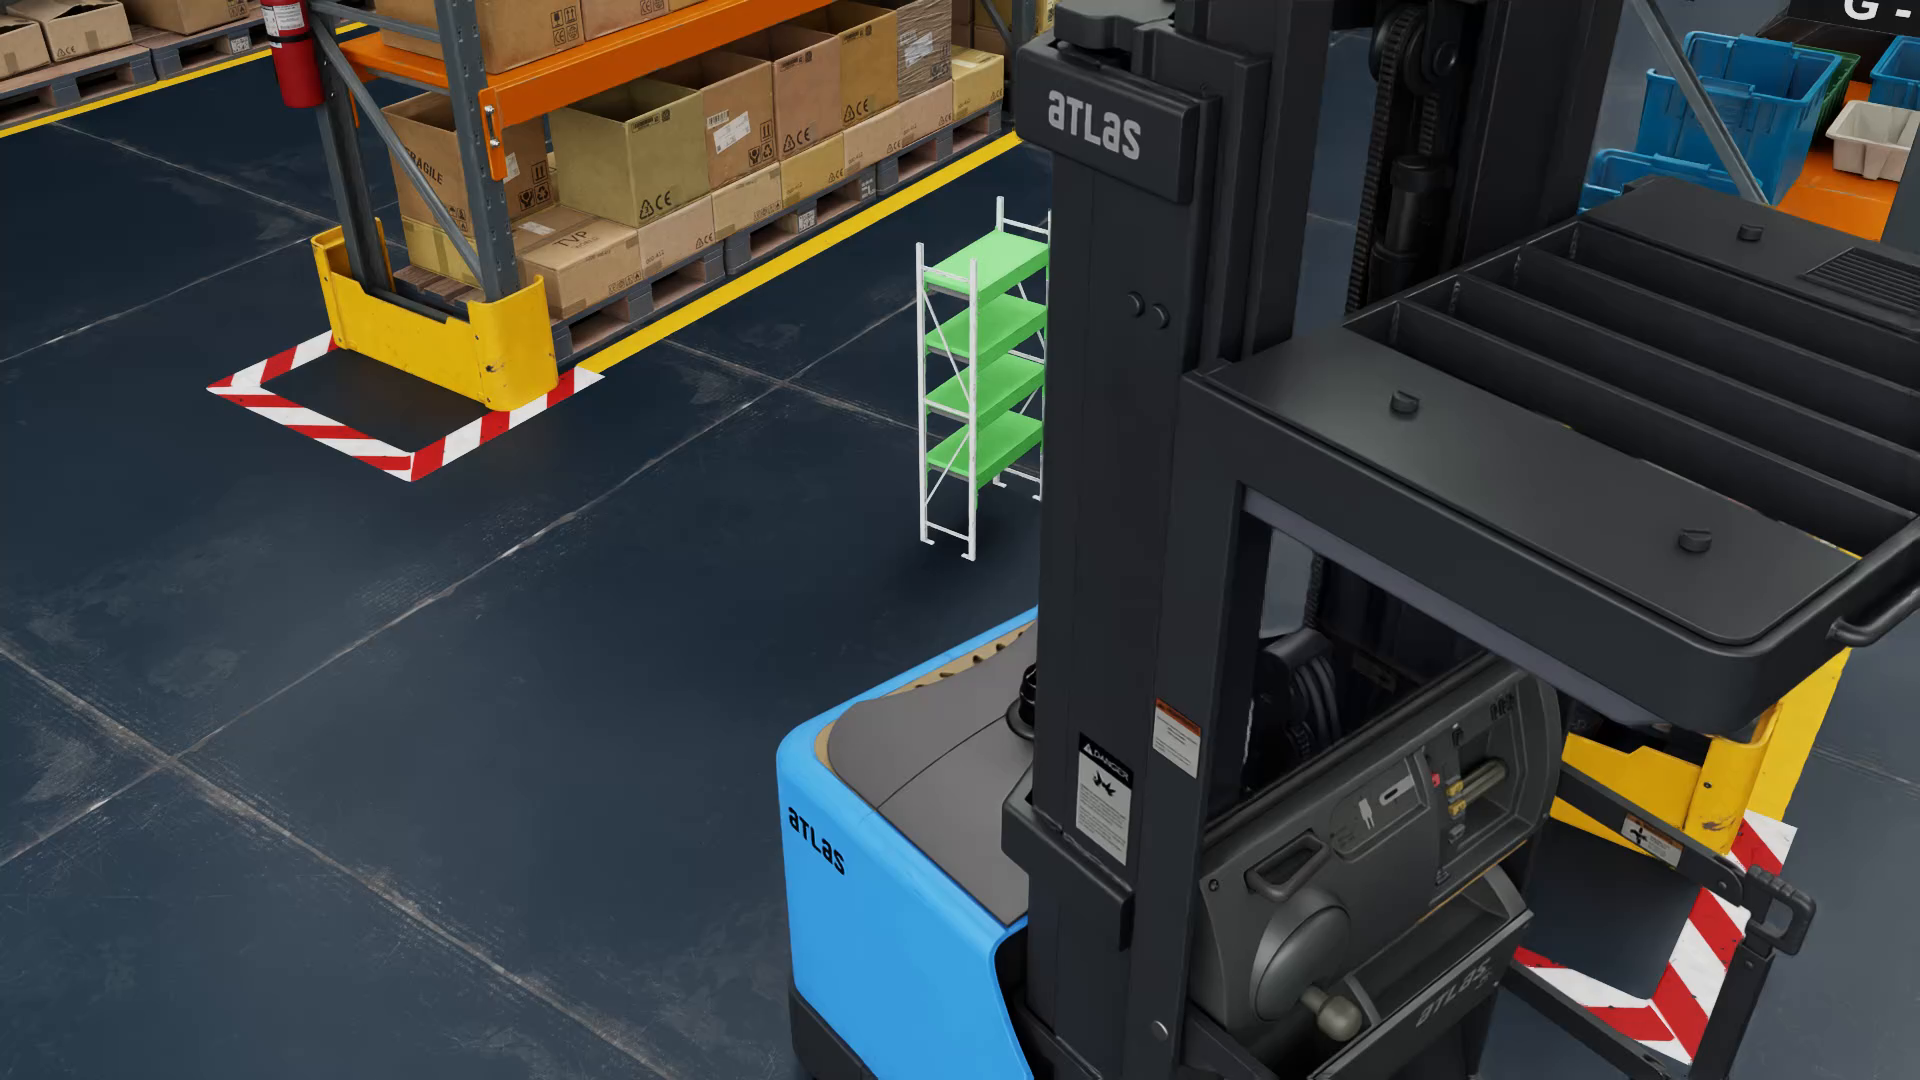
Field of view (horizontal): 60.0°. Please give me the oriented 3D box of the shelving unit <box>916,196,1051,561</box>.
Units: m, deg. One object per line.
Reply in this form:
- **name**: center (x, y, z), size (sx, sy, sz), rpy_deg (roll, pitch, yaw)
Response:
- **shelving unit**: center (0.094, -0.573, 6.027), size (0.258, 1.200, 0.503), rpy_deg (21, 39, 28)

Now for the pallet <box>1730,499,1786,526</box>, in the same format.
- **pallet**: center (2.948, -0.291, 6.492), size (1.003, 0.211, 1.213), rpy_deg (21, 39, 28)

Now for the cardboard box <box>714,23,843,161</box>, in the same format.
- **cardboard box**: center (-0.942, -2.259, 8.324), size (0.500, 0.500, 0.500), rpy_deg (21, 39, 28)

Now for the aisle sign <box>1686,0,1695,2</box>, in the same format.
- **aisle sign**: center (1.494, -1.603, 3.623), size (0.394, 0.787, 0.004), rpy_deg (21, 39, 28)

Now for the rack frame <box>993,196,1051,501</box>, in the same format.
- **rack frame**: center (0.234, -0.685, 6.193), size (0.240, 1.200, 0.015), rpy_deg (21, 39, 28)

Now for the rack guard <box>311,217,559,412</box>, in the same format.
- **rack guard**: center (-2.302, -1.002, 7.286), size (1.175, 0.500, 0.348), rpy_deg (21, 39, 28)

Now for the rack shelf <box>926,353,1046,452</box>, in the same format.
- **rack shelf**: center (0.094, -0.520, 6.062), size (0.258, 0.148, 0.480), rpy_deg (21, 39, 28)

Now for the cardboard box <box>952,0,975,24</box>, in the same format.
- **cardboard box**: center (-0.012, -3.435, 10.230), size (0.500, 0.311, 0.500), rpy_deg (21, 39, 28)

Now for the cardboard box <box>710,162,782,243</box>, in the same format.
- **cardboard box**: center (-1.232, -1.721, 8.196), size (0.500, 0.250, 0.500), rpy_deg (21, 39, 28)

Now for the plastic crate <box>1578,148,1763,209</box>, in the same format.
- **plastic crate**: center (2.194, -1.026, 5.222), size (0.499, 0.251, 0.408), rpy_deg (21, 39, 28)

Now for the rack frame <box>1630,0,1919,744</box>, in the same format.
- **rack frame**: center (1.779, -0.465, 4.260), size (1.000, 3.000, 0.127), rpy_deg (21, 39, 28)

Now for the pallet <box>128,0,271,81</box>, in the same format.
- **pallet**: center (-5.128, -3.431, 11.135), size (1.003, 0.211, 1.213), rpy_deg (21, 39, 28)

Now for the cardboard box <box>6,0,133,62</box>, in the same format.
- **cardboard box**: center (-5.566, -3.250, 10.385), size (0.500, 0.311, 0.500), rpy_deg (25, 41, 32)

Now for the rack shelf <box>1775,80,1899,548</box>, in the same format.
- **rack shelf**: center (2.920, -1.087, 5.822), size (1.077, 0.370, 4.000), rpy_deg (21, 39, 28)

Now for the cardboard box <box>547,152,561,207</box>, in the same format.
- **cardboard box**: center (-1.950, -1.659, 8.105), size (0.500, 0.250, 0.500), rpy_deg (21, 39, 28)

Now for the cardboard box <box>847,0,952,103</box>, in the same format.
- **cardboard box**: center (-0.387, -2.725, 9.013), size (0.500, 0.500, 0.500), rpy_deg (21, 39, 28)

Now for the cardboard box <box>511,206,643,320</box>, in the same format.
- **cardboard box**: center (-1.799, -1.259, 7.514), size (0.500, 0.250, 0.500), rpy_deg (21, 39, 28)

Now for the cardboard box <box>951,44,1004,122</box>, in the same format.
- **cardboard box**: center (-0.092, -2.641, 9.558), size (0.500, 0.250, 0.500), rpy_deg (21, 39, 28)

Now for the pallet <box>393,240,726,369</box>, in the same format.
- **pallet**: center (-1.886, -1.259, 7.923), size (1.003, 0.211, 1.213), rpy_deg (21, 39, 28)

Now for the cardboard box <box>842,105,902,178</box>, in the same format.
- **cardboard box**: center (-0.658, -2.179, 8.875), size (0.500, 0.250, 0.500), rpy_deg (21, 39, 28)

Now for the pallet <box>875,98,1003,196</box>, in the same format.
- **pallet**: center (-0.495, -2.382, 9.583), size (1.003, 0.211, 1.213), rpy_deg (21, 39, 28)

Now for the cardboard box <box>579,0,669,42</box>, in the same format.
- **cardboard box**: center (-1.716, -2.544, 7.245), size (0.700, 0.500, 0.500), rpy_deg (22, 40, 29)

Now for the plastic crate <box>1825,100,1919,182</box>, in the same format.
- **plastic crate**: center (3.342, -1.368, 5.831), size (0.530, 0.136, 0.437), rpy_deg (21, 39, 28)

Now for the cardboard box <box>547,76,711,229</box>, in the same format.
- **cardboard box**: center (-1.516, -1.801, 7.645), size (0.500, 0.500, 0.500), rpy_deg (21, 39, 28)

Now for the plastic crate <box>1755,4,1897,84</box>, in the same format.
- **plastic crate**: center (3.657, -2.080, 6.703), size (0.767, 0.338, 0.504), rpy_deg (21, 39, 28)

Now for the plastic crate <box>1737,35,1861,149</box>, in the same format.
- **plastic crate**: center (3.054, -1.683, 6.251), size (0.450, 0.188, 0.662), rpy_deg (21, 39, 28)

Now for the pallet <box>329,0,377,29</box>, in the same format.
- **pallet**: center (-4.433, -3.994, 11.968), size (1.003, 0.211, 1.213), rpy_deg (21, 39, 28)

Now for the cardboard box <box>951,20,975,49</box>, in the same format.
- **cardboard box**: center (-0.009, -3.208, 10.395), size (0.500, 0.250, 0.500), rpy_deg (21, 39, 28)

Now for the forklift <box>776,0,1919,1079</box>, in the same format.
- **forklift**: center (0.894, 0.580, 2.776), size (1.130, 2.935, 3.031), rpy_deg (-25, 41, -32)

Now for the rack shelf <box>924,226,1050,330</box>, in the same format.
- **rack shelf**: center (0.094, -0.918, 5.793), size (0.258, 0.148, 0.480), rpy_deg (21, 39, 28)
